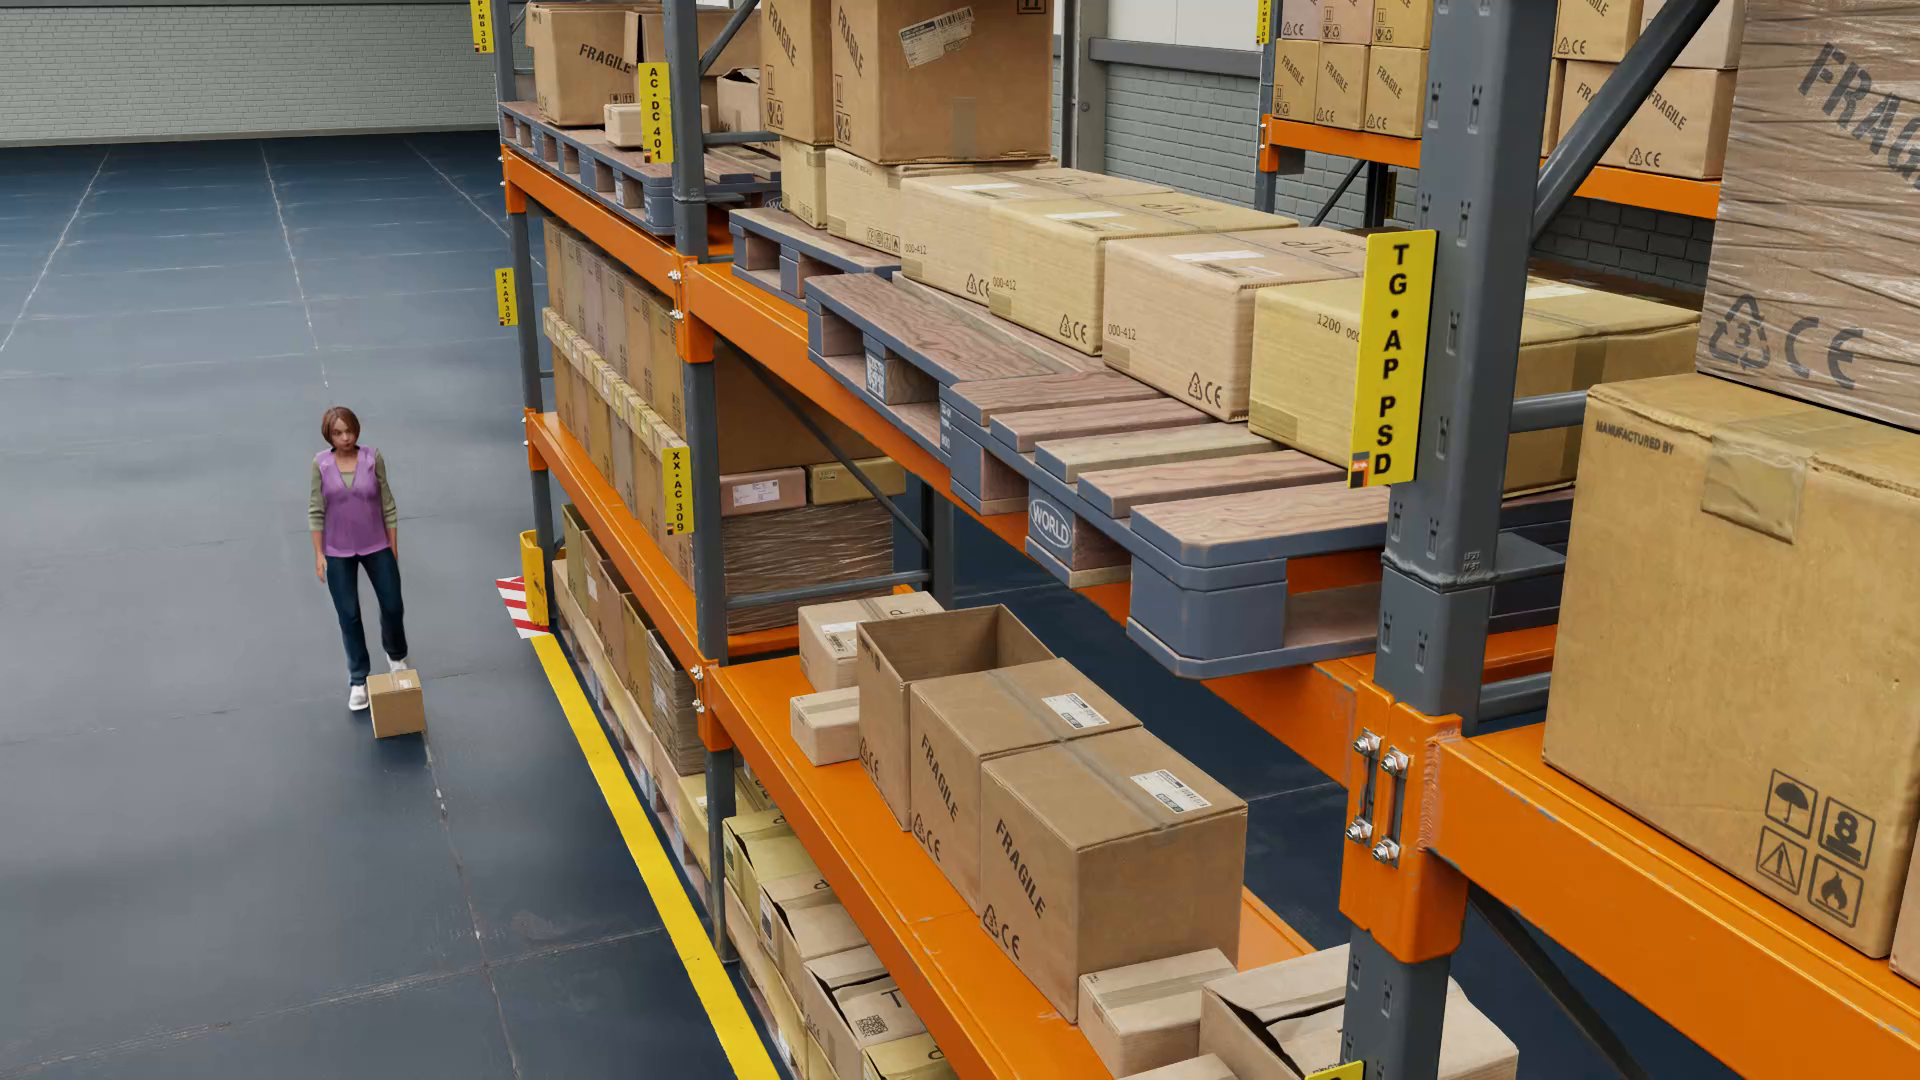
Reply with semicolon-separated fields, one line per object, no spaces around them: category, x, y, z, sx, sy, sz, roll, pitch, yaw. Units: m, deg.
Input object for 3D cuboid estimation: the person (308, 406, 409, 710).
person;-3.180;0.140;8.797;0.437;1.500;0.479;-6;20;-17
